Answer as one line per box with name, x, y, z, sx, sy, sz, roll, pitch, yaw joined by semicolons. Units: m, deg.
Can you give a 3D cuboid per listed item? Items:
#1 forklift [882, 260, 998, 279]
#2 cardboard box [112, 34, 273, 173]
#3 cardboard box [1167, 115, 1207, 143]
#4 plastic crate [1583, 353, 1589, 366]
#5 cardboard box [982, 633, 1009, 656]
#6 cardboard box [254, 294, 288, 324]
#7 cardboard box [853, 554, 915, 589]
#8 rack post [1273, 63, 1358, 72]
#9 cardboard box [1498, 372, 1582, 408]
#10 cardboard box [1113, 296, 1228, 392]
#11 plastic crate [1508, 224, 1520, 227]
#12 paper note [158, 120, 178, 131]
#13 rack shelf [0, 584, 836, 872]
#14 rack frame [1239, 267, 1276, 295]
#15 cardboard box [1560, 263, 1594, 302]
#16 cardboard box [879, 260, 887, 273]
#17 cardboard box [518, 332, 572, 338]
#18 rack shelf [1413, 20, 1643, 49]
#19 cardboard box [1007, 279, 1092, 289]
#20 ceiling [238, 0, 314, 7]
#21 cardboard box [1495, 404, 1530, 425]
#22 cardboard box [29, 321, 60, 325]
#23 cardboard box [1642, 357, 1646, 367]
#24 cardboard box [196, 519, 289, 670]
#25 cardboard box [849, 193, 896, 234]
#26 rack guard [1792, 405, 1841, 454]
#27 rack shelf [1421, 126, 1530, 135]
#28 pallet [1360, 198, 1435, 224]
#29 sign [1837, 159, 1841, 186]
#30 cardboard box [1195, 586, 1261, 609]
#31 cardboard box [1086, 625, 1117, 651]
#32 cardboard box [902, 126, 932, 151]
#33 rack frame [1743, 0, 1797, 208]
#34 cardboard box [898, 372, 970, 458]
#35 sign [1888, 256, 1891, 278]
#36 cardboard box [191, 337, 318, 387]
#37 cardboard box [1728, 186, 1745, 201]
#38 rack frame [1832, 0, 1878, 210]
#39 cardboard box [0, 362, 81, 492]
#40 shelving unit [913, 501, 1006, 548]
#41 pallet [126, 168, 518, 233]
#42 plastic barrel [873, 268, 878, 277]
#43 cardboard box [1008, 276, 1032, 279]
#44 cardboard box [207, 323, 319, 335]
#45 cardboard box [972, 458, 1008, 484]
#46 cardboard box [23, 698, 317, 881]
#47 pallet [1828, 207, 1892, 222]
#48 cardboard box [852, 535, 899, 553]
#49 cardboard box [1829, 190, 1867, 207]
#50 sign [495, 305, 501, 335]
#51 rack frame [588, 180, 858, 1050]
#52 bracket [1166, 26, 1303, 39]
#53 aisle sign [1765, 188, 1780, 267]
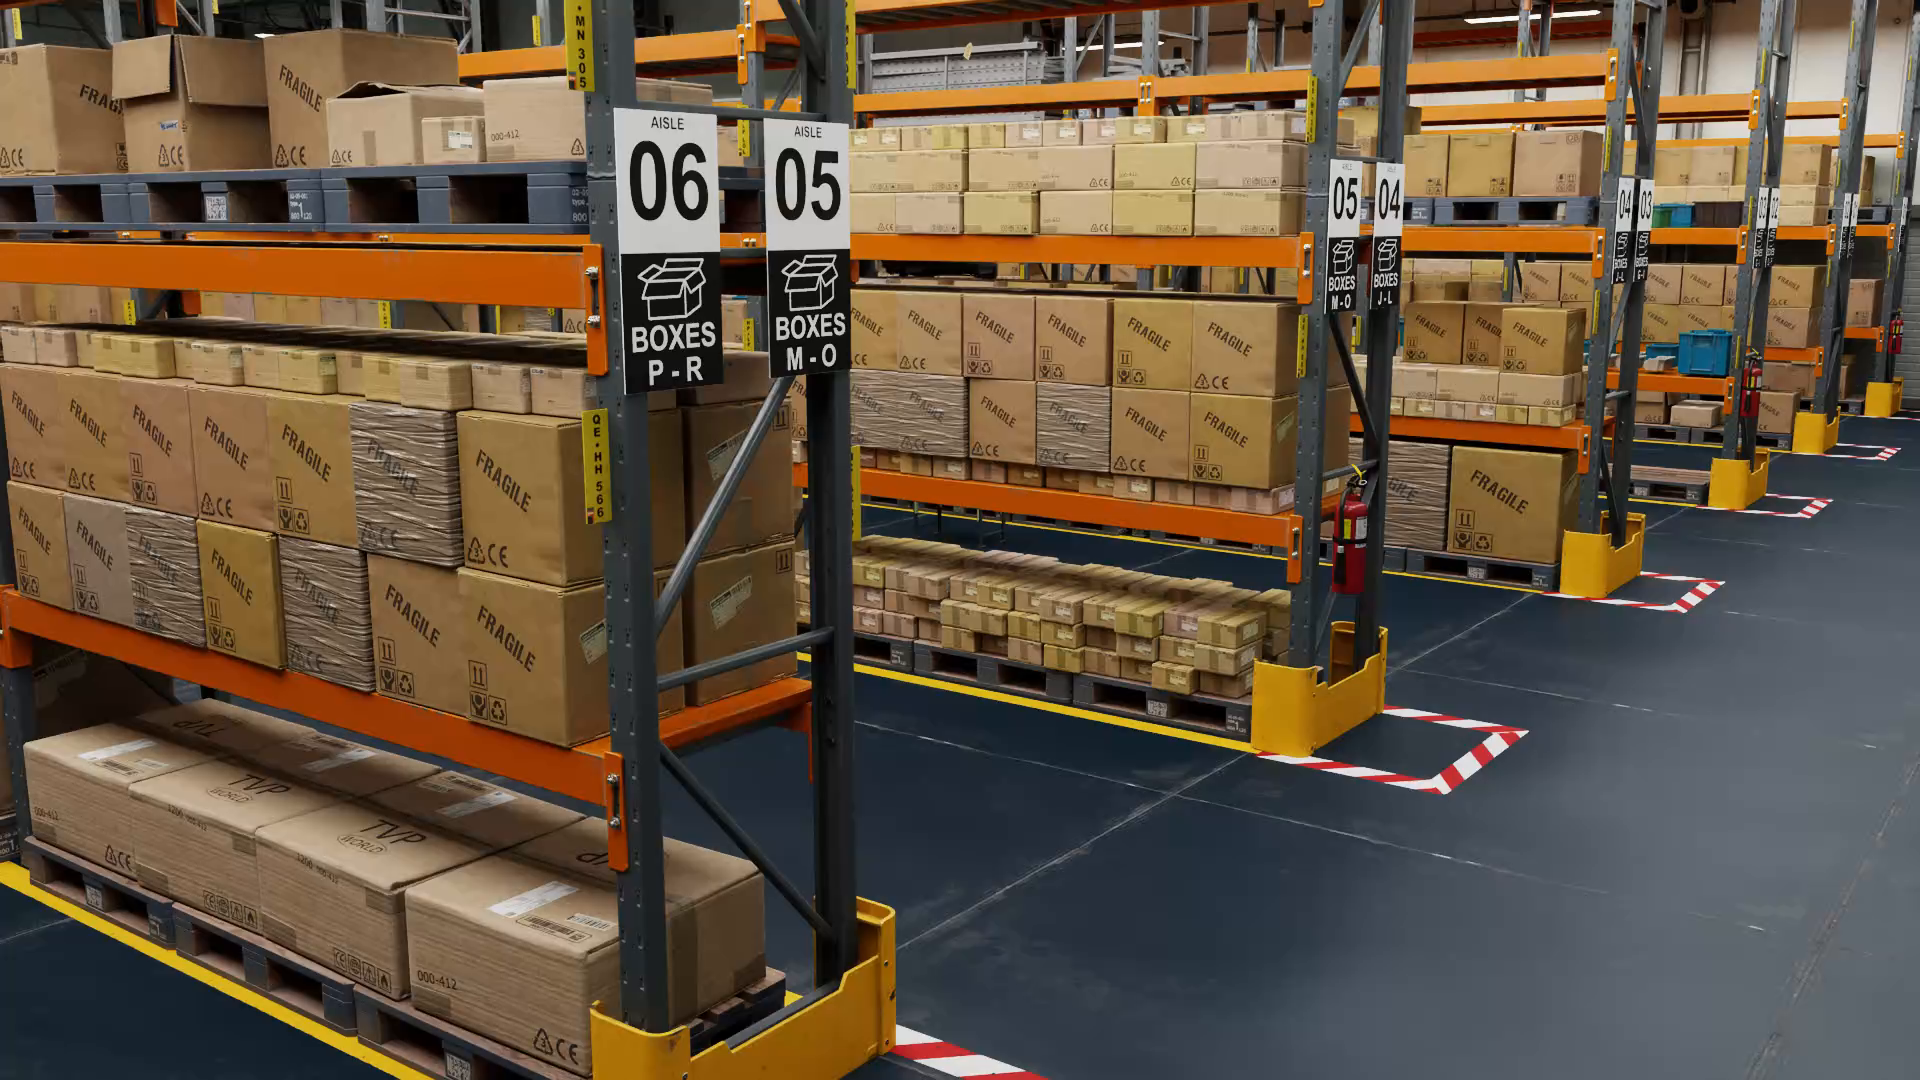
forklift;-0.193;-2.036;18.060;1.130;2.935;3.031;3;11;15
cardboard box;-2.824;-1.689;6.545;0.637;0.503;0.797;9;14;40
cardboard box;1.353;-2.281;9.273;0.250;0.149;0.380;7;13;34
plastic crate;6.614;-1.940;17.914;0.250;0.136;0.298;8;13;36
cardboard box;0.349;0.615;10.575;0.250;0.149;0.380;8;14;37
cardboard box;-5.897;-2.039;14.999;0.500;0.500;0.700;8;13;35
cardboard box;-0.506;0.207;11.119;0.250;0.149;0.380;8;13;35
rack post;4.207;-5.340;19.361;0.954;0.300;0.937;8;13;34
cardboard box;4.612;-1.211;13.223;0.500;0.250;0.500;8;13;35
cardboard box;1.218;-1.133;9.530;0.500;0.500;0.500;7;13;34
plastic crate;6.118;-3.591;18.712;0.466;0.136;0.293;8;13;36
paper note;-2.743;-1.435;5.758;0.123;0.032;0.006;8;14;36
rack shelf;-2.318;0.521;6.554;4.000;0.370;1.077;8;13;36
rack frame;4.579;-3.540;25.651;0.127;3.000;1.000;8;13;36
cardboard box;8.432;-3.476;22.426;0.500;0.500;0.500;7;13;34
cardboard box;-1.031;-5.007;29.554;0.500;0.500;0.700;8;13;34
cardboard box;-3.438;-1.637;13.806;0.250;0.149;0.380;8;13;35
rack shelf;9.120;-8.298;27.594;4.000;0.370;1.077;8;13;36
cardboard box;0.870;-2.265;16.158;0.637;0.503;0.797;8;14;36
ceiling;-17.901;-15.131;46.080;6.000;0.001;6.000;8;13;36
cardboard box;4.468;-1.020;13.285;0.250;0.149;0.380;8;14;36
cardboard box;-9.143;-2.020;17.401;0.500;0.550;0.875;8;13;36
cardboard box;11.274;-2.728;26.931;0.500;0.500;0.700;8;14;36
cardboard box;-2.491;0.159;6.269;0.500;0.500;0.500;8;14;37
cardboard box;-0.455;-2.078;10.591;0.500;0.250;0.500;8;13;35
rack guard;10.965;-1.422;21.284;0.348;0.500;1.175;8;13;36
rack shelf;6.191;-5.711;24.026;4.000;0.370;1.077;8;13;36
pallet;3.568;-2.773;14.020;1.213;0.211;1.003;8;13;36
sign;10.682;-4.465;20.206;0.005;0.325;0.100;8;13;36
cardboard box;1.628;0.401;10.112;0.250;0.149;0.380;8;14;37
cardboard box;0.973;0.551;10.121;0.250;0.149;0.380;8;13;35
cardboard box;-0.152;-2.479;10.300;0.250;0.149;0.380;7;13;34
rack frame;8.092;-4.828;16.515;0.127;3.000;1.000;8;13;36
cardboard box;-0.044;-0.810;10.496;0.500;0.500;0.500;8;13;34
sign;13.623;-4.003;24.371;0.005;0.325;0.100;8;13;36
cardboard box;-2.613;-0.666;6.193;0.250;0.149;0.380;8;14;36
cardboard box;10.058;-4.360;21.071;0.500;0.250;0.500;8;13;36
rack frame;11.027;-5.586;20.433;0.127;3.000;1.000;8;13;36
cardboard box;-3.689;-0.506;7.075;0.500;0.500;0.500;8;14;36
shelving unit;-0.005;-0.737;15.111;0.755;1.500;0.431;8;13;36
pallet;-2.297;-1.255;6.178;1.213;0.211;1.003;8;13;36
plastic barrel;-1.448;-3.388;23.547;0.708;0.901;0.600;8;13;36
cardboard box;1.009;-4.355;27.893;0.250;0.149;0.380;8;13;35
cardboard box;-2.935;-0.828;7.030;0.250;0.149;0.380;8;13;35
cardboard box;0.287;-0.457;10.378;0.250;0.149;0.380;9;14;38
cardboard box;-3.487;1.082;7.401;0.875;0.438;0.875;8;13;35
pallet;13.352;-4.910;25.071;1.213;0.211;1.003;8;13;36
cardboard box;-0.640;0.075;11.797;0.250;0.149;0.380;8;14;37
cardboard box;13.208;-5.095;24.820;0.500;0.250;0.500;8;14;37
sign;-3.992;-1.890;14.281;0.005;0.325;0.100;8;13;36
rack frame;-0.706;0.393;5.323;0.127;3.000;1.000;8;13;36
bracket;4.337;-9.574;31.569;4.783;0.066;0.076;8;13;36
aisle sign;8.326;-3.196;17.031;0.004;0.787;0.394;8;13;36
